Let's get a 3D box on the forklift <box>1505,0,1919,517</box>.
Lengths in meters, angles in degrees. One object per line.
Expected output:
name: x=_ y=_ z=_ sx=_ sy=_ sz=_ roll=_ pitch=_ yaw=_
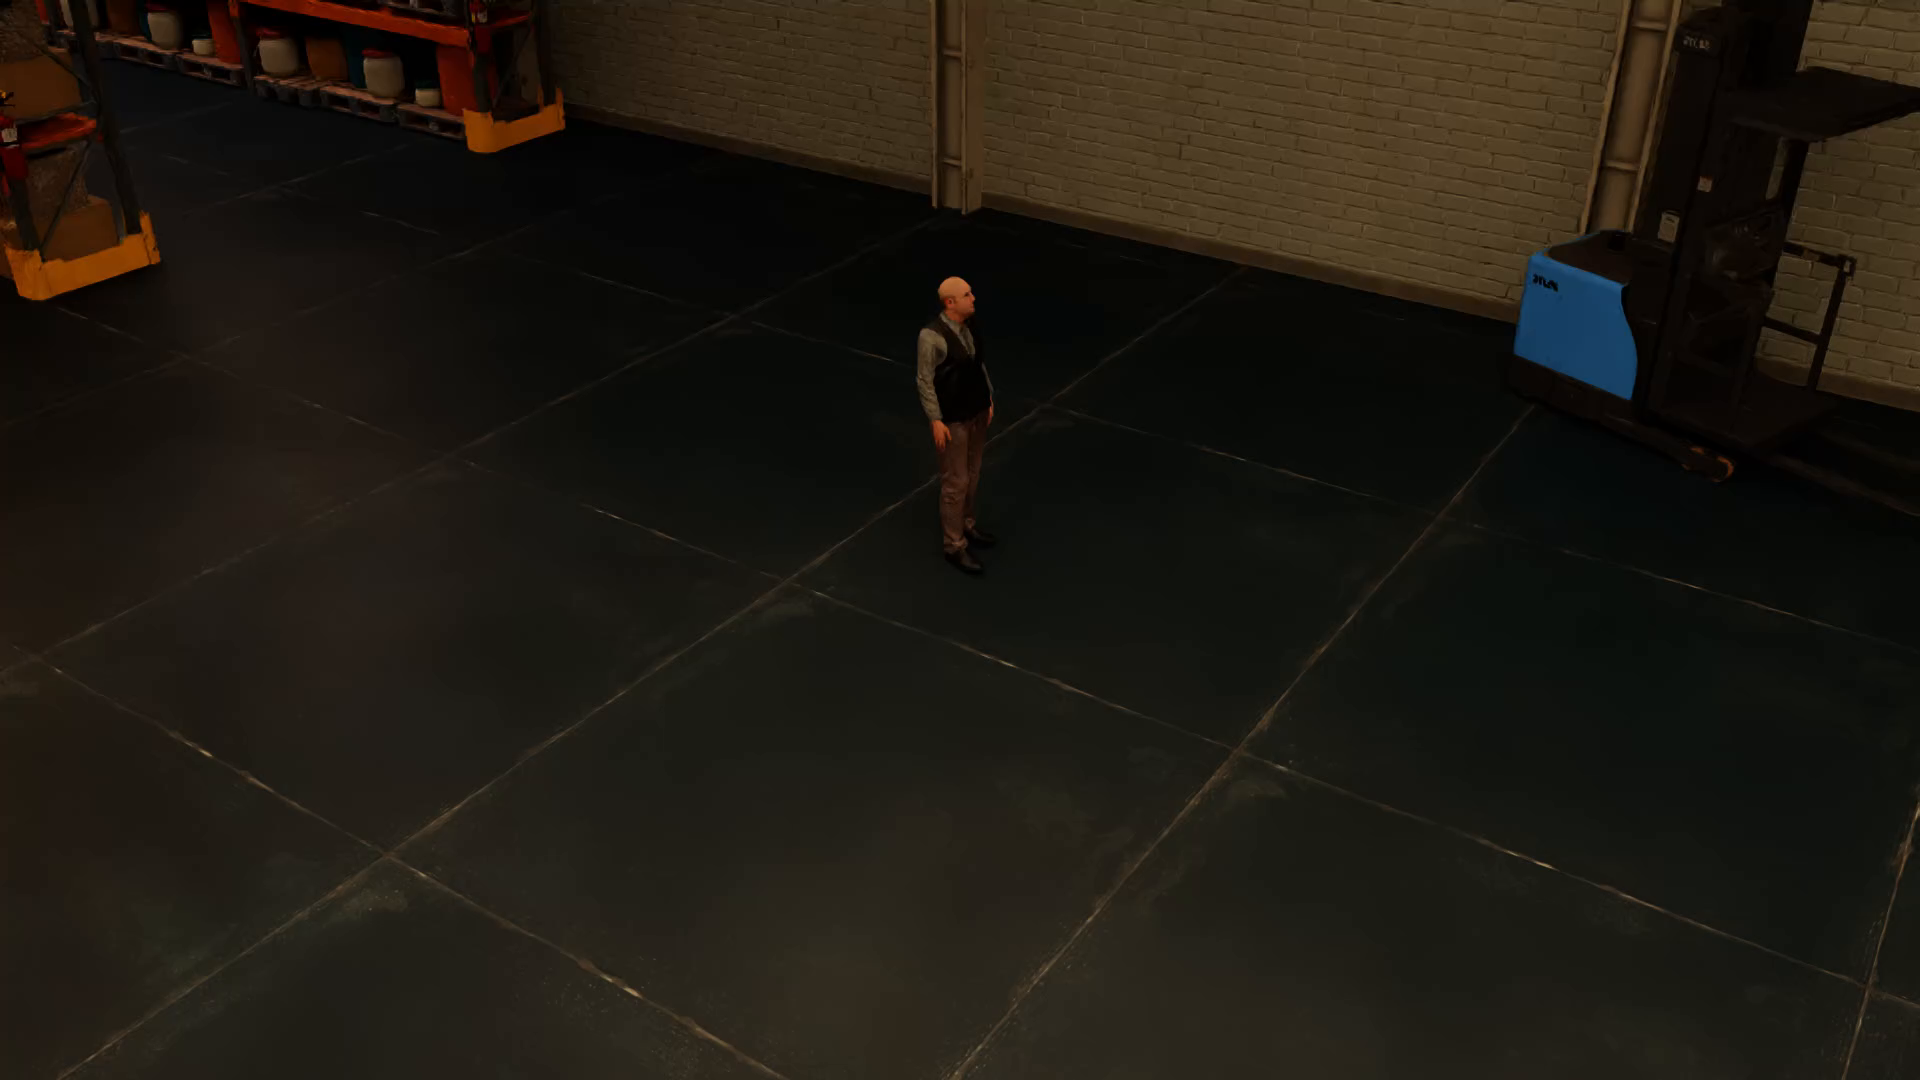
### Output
forklift: x=5.334 y=-1.935 z=10.914 sx=1.130 sy=2.935 sz=3.031 roll=-20 pitch=36 yaw=-31

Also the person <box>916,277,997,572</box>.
person: x=0.054 y=-0.728 z=10.024 sx=0.551 sy=1.720 sz=0.632 roll=19 pitch=35 yaw=29
